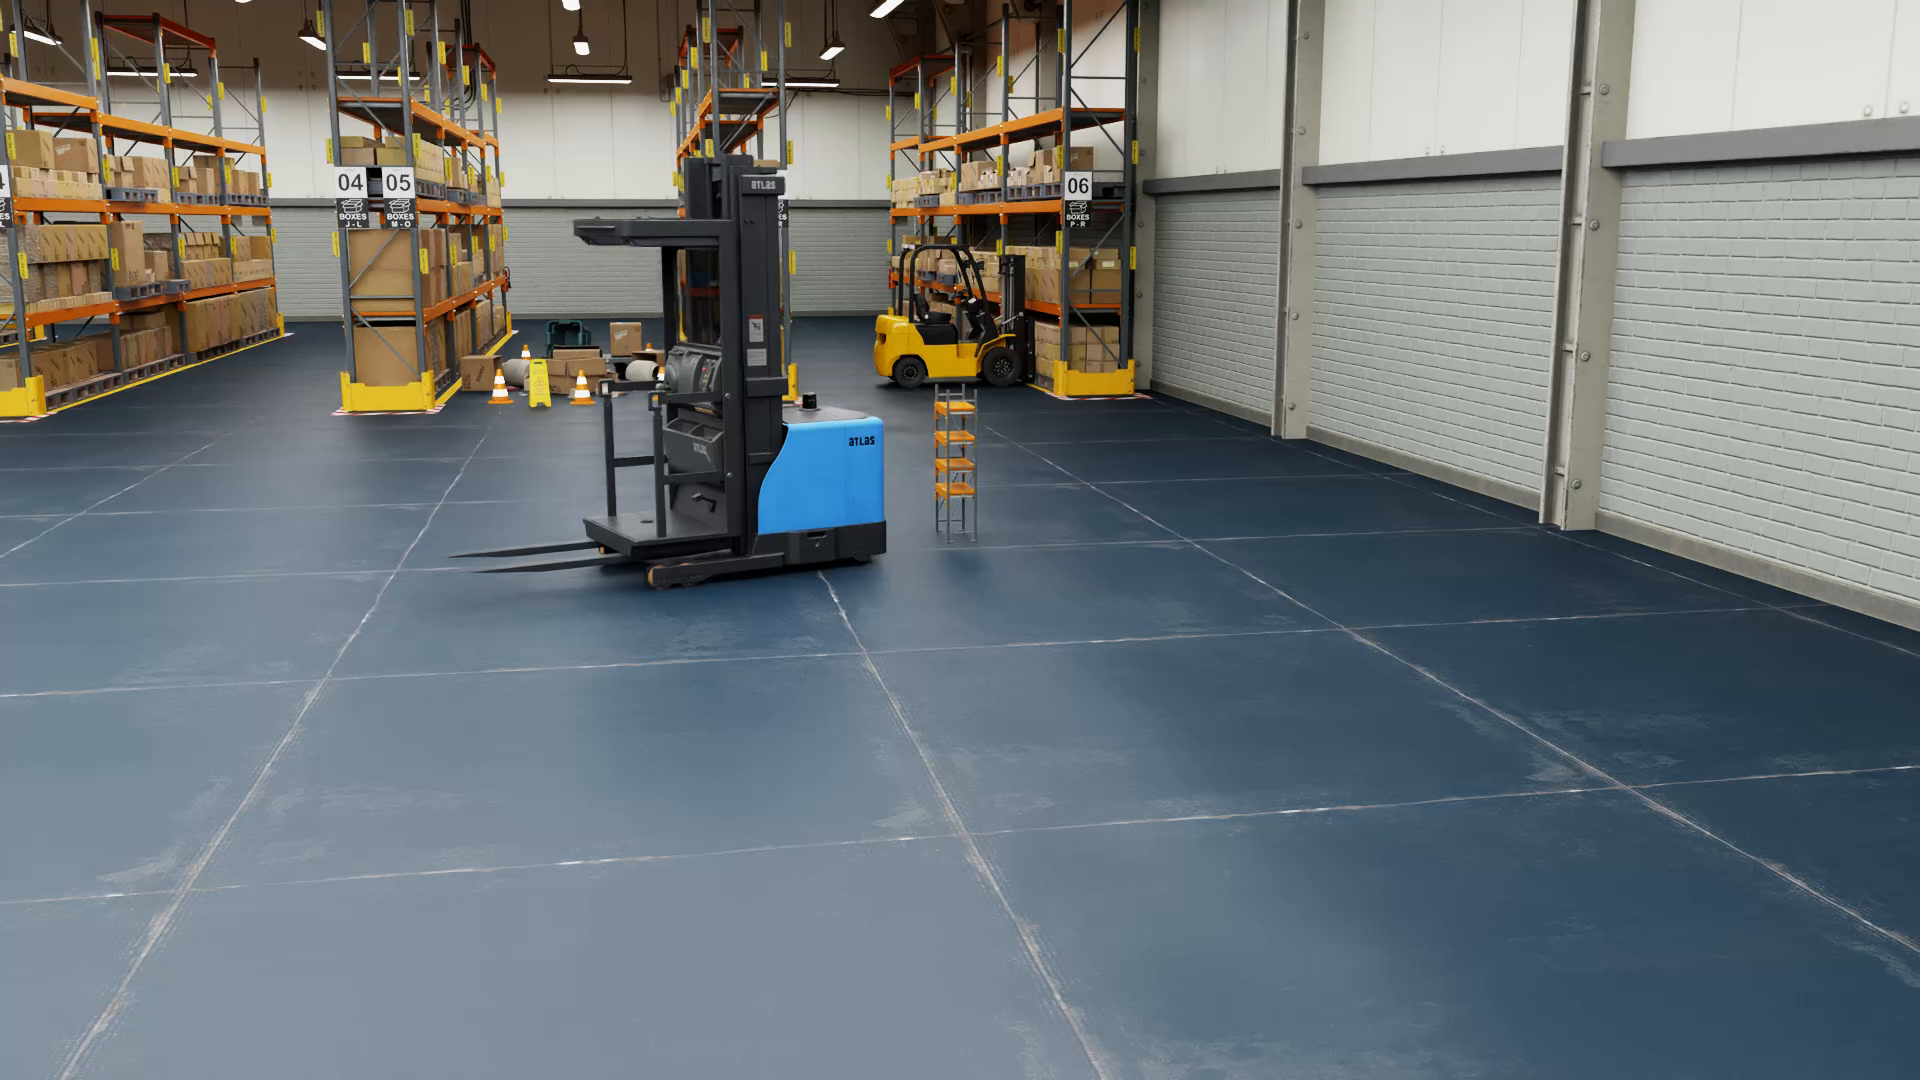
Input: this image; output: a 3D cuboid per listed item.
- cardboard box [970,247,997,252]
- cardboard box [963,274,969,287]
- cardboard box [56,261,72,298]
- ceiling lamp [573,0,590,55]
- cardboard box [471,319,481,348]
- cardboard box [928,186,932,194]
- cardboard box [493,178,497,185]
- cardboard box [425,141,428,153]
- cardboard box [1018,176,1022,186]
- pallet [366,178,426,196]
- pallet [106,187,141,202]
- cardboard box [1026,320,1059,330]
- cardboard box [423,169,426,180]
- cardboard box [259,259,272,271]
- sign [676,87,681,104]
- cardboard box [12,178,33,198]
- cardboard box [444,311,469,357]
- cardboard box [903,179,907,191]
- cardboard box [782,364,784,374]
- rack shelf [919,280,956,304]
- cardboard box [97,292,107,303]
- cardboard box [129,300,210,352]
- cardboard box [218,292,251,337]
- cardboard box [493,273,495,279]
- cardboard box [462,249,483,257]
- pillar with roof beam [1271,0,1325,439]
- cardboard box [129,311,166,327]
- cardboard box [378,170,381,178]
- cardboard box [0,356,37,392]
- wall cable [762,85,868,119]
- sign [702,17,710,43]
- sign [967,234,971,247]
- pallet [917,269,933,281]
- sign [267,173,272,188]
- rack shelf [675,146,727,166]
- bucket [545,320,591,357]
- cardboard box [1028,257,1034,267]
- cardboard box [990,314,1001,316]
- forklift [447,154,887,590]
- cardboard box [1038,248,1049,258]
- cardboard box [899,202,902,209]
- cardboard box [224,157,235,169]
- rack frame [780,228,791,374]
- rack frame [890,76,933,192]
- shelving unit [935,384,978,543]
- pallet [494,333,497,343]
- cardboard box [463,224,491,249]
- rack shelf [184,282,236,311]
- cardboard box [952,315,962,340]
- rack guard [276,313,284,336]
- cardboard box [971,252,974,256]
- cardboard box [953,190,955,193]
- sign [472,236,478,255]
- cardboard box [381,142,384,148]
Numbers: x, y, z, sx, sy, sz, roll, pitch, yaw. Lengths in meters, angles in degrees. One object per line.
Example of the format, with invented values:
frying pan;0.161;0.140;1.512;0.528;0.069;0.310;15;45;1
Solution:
cardboard box;0.470;-5.456;32.451;0.500;0.500;0.500;-2;11;-8
cardboard box;0.356;-4.844;31.028;0.500;0.250;0.500;-2;11;-12
cardboard box;-13.052;-3.662;23.350;0.875;0.500;0.500;-2;11;-11
ceiling lamp;-7.210;-11.235;32.548;0.800;3.185;2.000;-2;11;-11
cardboard box;-9.175;-3.838;30.903;0.500;0.500;0.500;-3;11;-13
cardboard box;-0.452;-7.137;33.928;0.380;0.149;0.250;-2;11;-10
cardboard box;-10.330;-7.839;36.335;0.380;0.149;0.250;-2;11;-10
cardboard box;-7.730;-5.557;23.497;0.380;0.149;0.250;-2;11;-12
cardboard box;1.133;-5.738;26.583;0.380;0.149;0.250;-2;11;-9
pallet;-7.886;-4.820;22.710;1.003;0.211;1.213;-2;11;-11
pallet;-13.410;-5.324;25.626;1.213;0.211;1.003;-2;11;-11
cardboard box;1.273;-3.332;26.238;0.500;0.250;0.500;-2;11;-12
cardboard box;-7.632;-5.073;23.087;0.380;0.149;0.250;-2;11;-11
cardboard box;-15.374;-6.020;36.407;0.500;0.250;0.500;-2;11;-12
sign;-5.779;-9.121;34.131;0.100;0.325;0.005;-2;11;-11
cardboard box;-12.456;-4.590;21.666;0.500;0.250;0.500;-2;11;-9
cardboard box;-9.084;-3.547;28.704;1.050;0.750;0.750;-2;11;-10
cardboard box;-0.999;-7.990;37.401;0.500;0.250;0.500;-2;11;-9
cardboard box;-2.781;-2.466;24.361;0.500;0.250;0.500;-2;11;-11
rack shelf;0.028;-5.114;33.968;1.077;0.370;4.000;-2;11;-11
cardboard box;-13.025;-3.627;24.904;0.380;0.149;0.250;-2;11;-11
cardboard box;-14.286;-3.849;29.957;1.225;0.875;0.875;-3;11;-14
cardboard box;-15.000;-4.579;33.793;0.875;0.875;0.875;-2;11;-11
cardboard box;-10.058;-5.586;35.192;0.380;0.149;0.250;-2;11;-10
cardboard box;-9.796;-5.763;33.412;0.380;0.149;0.250;-2;11;-8
pillar with roof beam;-0.335;-5.484;17.943;9.100;9.000;0.400;-2;11;-11
cardboard box;-14.013;-3.794;28.611;0.500;0.250;0.500;-2;11;-9
cardboard box;-8.375;-5.141;23.444;0.380;0.149;0.250;-2;11;-11
cardboard box;-12.721;-2.185;22.219;0.500;0.500;0.500;0;11;0
wall cable;-3.912;-10.507;44.230;2.988;3.039;0.133;-2;11;-11
sign;-3.444;-6.920;22.563;0.100;0.325;0.005;-2;11;-11
sign;0.182;-6.424;35.829;0.100;0.325;0.005;-2;11;-11
pallet;-0.313;-5.590;35.055;1.003;0.211;1.213;-2;11;-11
sign;-15.193;-7.913;36.571;0.100;0.325;0.005;-2;11;-11
rack shelf;-5.618;-8.417;36.347;1.077;0.370;4.000;-2;11;-11
bucket;-6.221;-3.185;26.597;0.726;0.611;0.620;2;1;9
cardboard box;1.280;-4.383;26.198;0.380;0.149;0.250;-2;11;-12
cardboard box;0.791;-3.783;30.276;0.875;0.625;0.625;-3;11;-13
forklift;-2.072;-1.211;11.722;3.031;2.935;1.130;-6;13;-31
cardboard box;1.405;-4.389;25.434;0.380;0.149;0.250;-2;11;-10
cardboard box;-1.190;-7.659;38.065;0.380;0.149;0.250;-2;11;-11
cardboard box;-15.345;-7.802;34.480;0.500;0.250;0.500;-2;11;-13
rack frame;-2.896;-3.452;23.313;1.000;3.000;0.127;-2;11;-11
rack frame;-1.139;-9.515;39.121;1.000;3.000;0.127;-2;11;-11
shelving unit;-0.032;-0.620;13.244;0.258;1.200;0.503;-2;11;-11
pallet;-10.231;-4.207;34.734;1.003;0.211;1.213;-2;11;-11
cardboard box;-9.914;-6.233;34.184;0.500;0.500;0.500;-2;11;-10
rack shelf;-14.561;-4.573;31.123;1.077;0.370;4.000;-2;11;-11
cardboard box;0.124;-4.149;32.534;0.500;0.500;0.500;-2;11;-9
rack guard;-15.733;-4.803;37.094;1.175;0.500;0.348;-2;11;-11
cardboard box;0.381;-5.257;30.791;0.380;0.149;0.250;-2;11;-10
cardboard box;0.080;-6.801;32.219;0.380;0.149;0.250;-2;11;-12
sign;-8.744;-5.311;29.979;0.100;0.325;0.005;-2;11;-11
cardboard box;-8.476;-5.627;23.862;0.380;0.149;0.250;-2;11;-11
